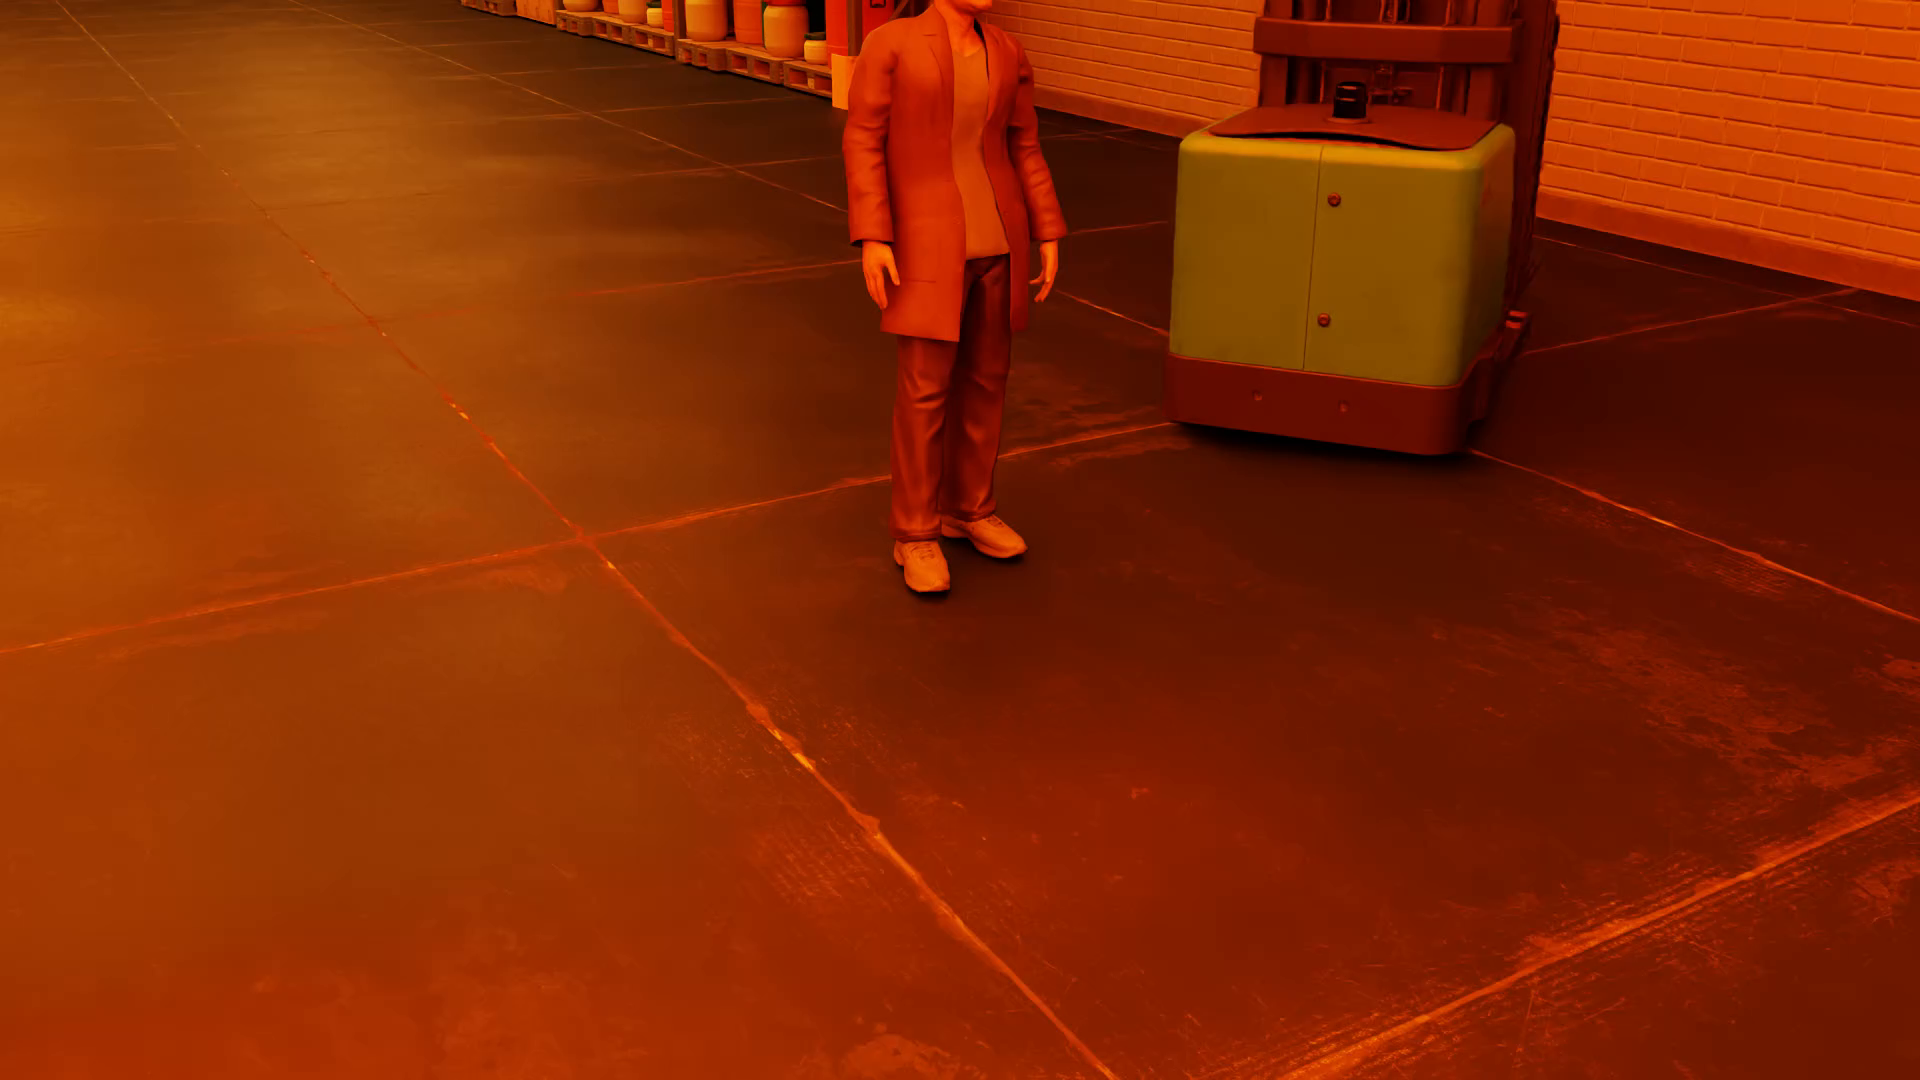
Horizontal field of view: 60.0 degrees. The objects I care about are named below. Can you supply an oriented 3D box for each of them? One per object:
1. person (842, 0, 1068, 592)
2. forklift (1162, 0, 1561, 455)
[{"bbox_3d":[0.041,-0.799,4.719,0.696,1.776,0.582,-12,25,-28],"label":"person"},{"bbox_3d":[1.815,-2.167,6.556,1.130,2.935,3.031,10,24,23],"label":"forklift"}]
